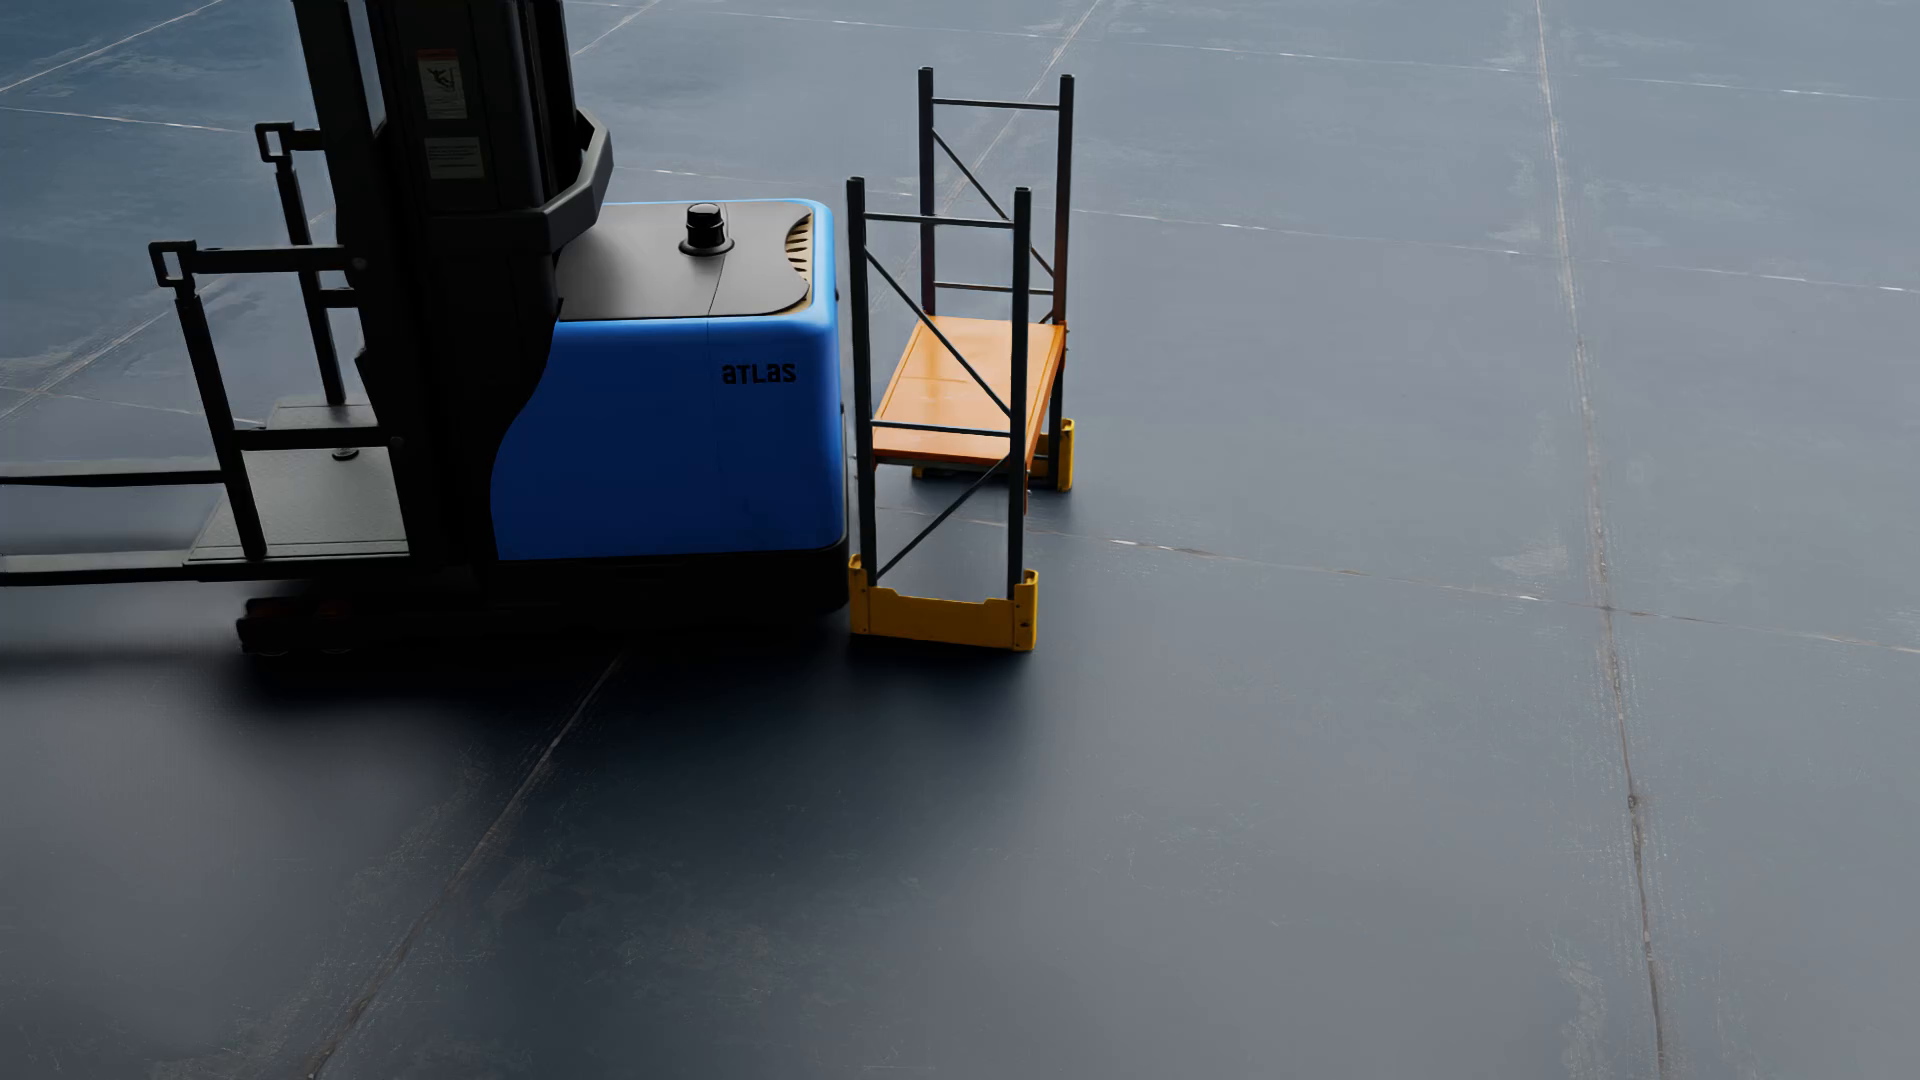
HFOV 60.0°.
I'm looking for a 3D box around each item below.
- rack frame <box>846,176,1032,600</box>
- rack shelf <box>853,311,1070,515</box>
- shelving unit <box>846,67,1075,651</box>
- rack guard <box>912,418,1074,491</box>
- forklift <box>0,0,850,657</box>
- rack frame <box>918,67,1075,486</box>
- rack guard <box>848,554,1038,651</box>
[{"bbox_3d":[-0.057,-0.322,4.858,0.500,1.500,0.032,5,33,8],"label":"rack frame"},{"bbox_3d":[0.029,-0.439,5.378,0.538,0.185,1.000,5,33,8],"label":"rack shelf"},{"bbox_3d":[0.031,-0.596,5.289,0.587,1.500,1.083,5,33,8],"label":"shelving unit"},{"bbox_3d":[0.115,-0.331,6.038,0.587,0.250,0.087,5,33,8],"label":"rack guard"},{"bbox_3d":[-1.893,-1.168,4.855,3.031,2.935,1.130,-2,33,-3],"label":"forklift"},{"bbox_3d":[0.115,-0.859,5.704,0.500,1.500,0.032,5,33,8],"label":"rack frame"},{"bbox_3d":[-0.054,0.195,5.210,0.587,0.250,0.087,5,33,8],"label":"rack guard"}]
